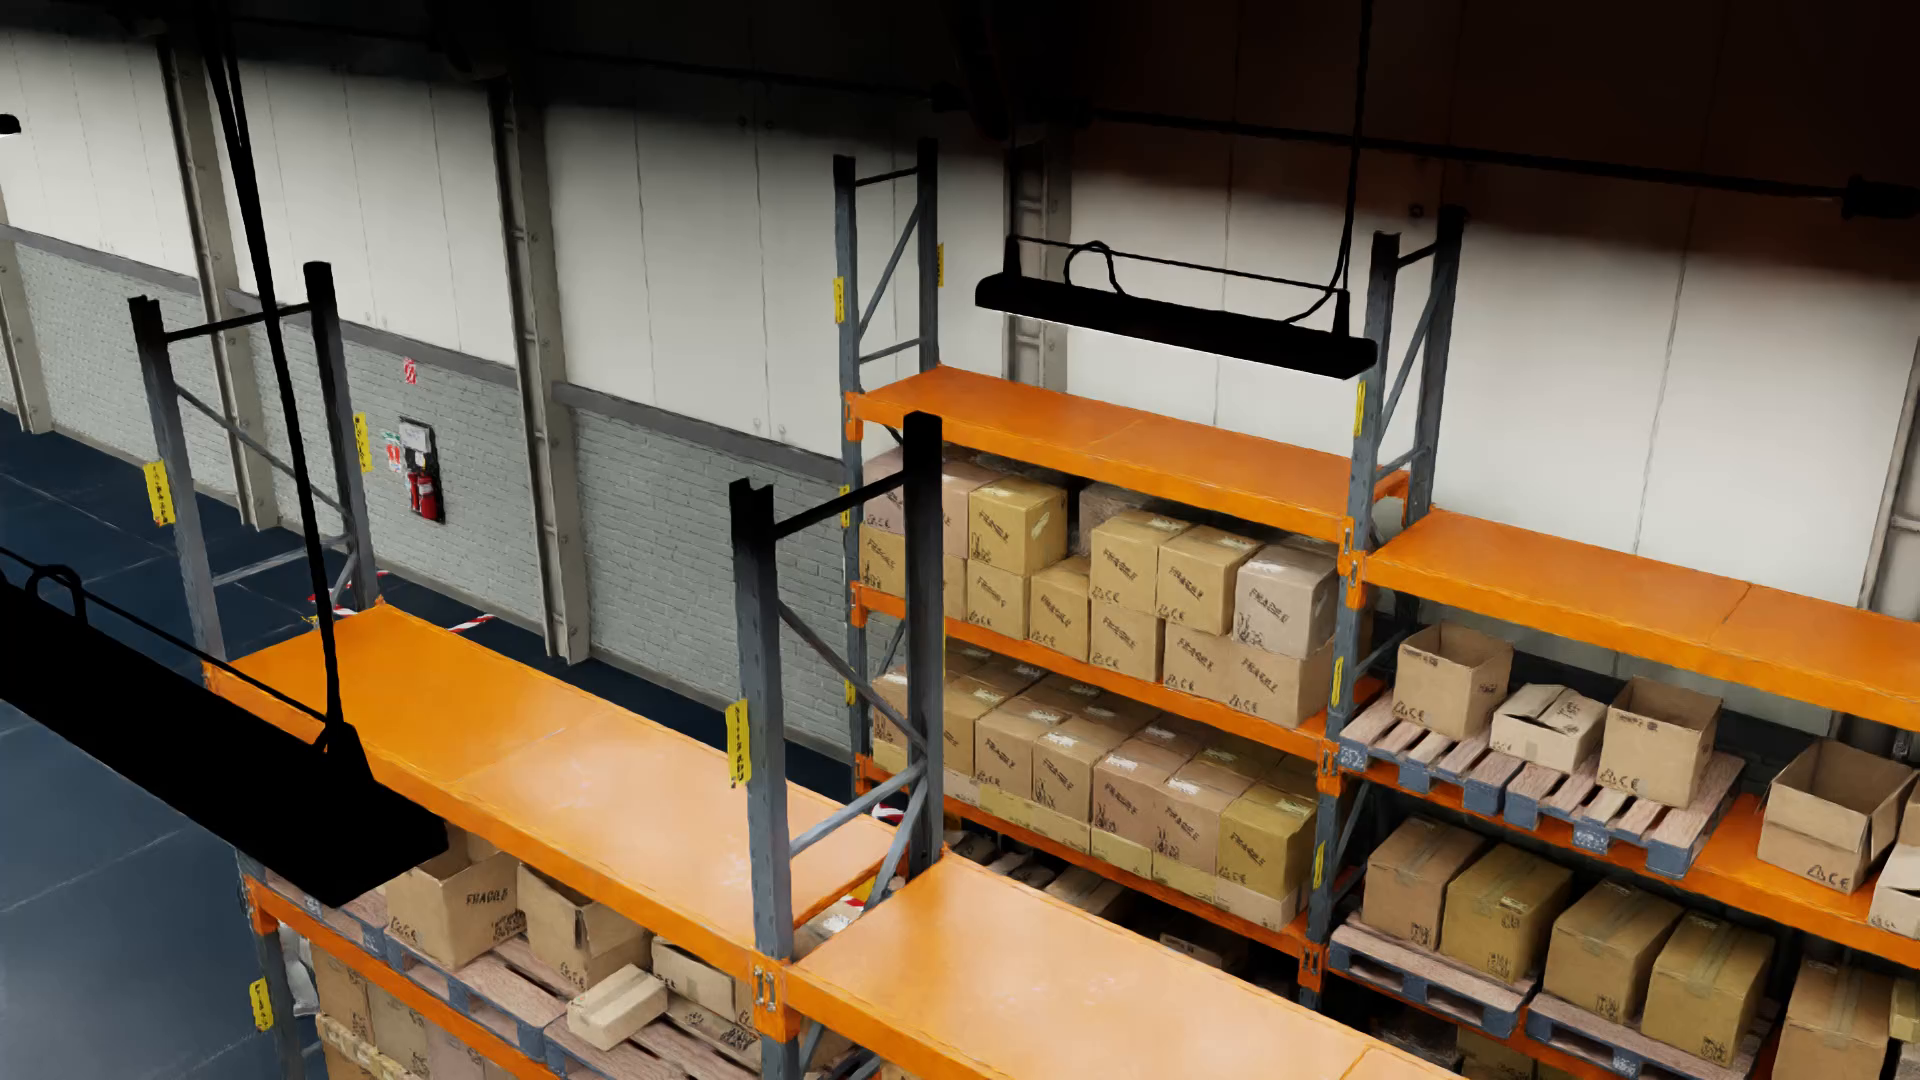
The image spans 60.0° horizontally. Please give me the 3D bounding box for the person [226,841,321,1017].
[{"bbox_3d":[-4.858,2.712,12.028,0.571,1.657,0.559,0,23,1],"label":"person"}]
